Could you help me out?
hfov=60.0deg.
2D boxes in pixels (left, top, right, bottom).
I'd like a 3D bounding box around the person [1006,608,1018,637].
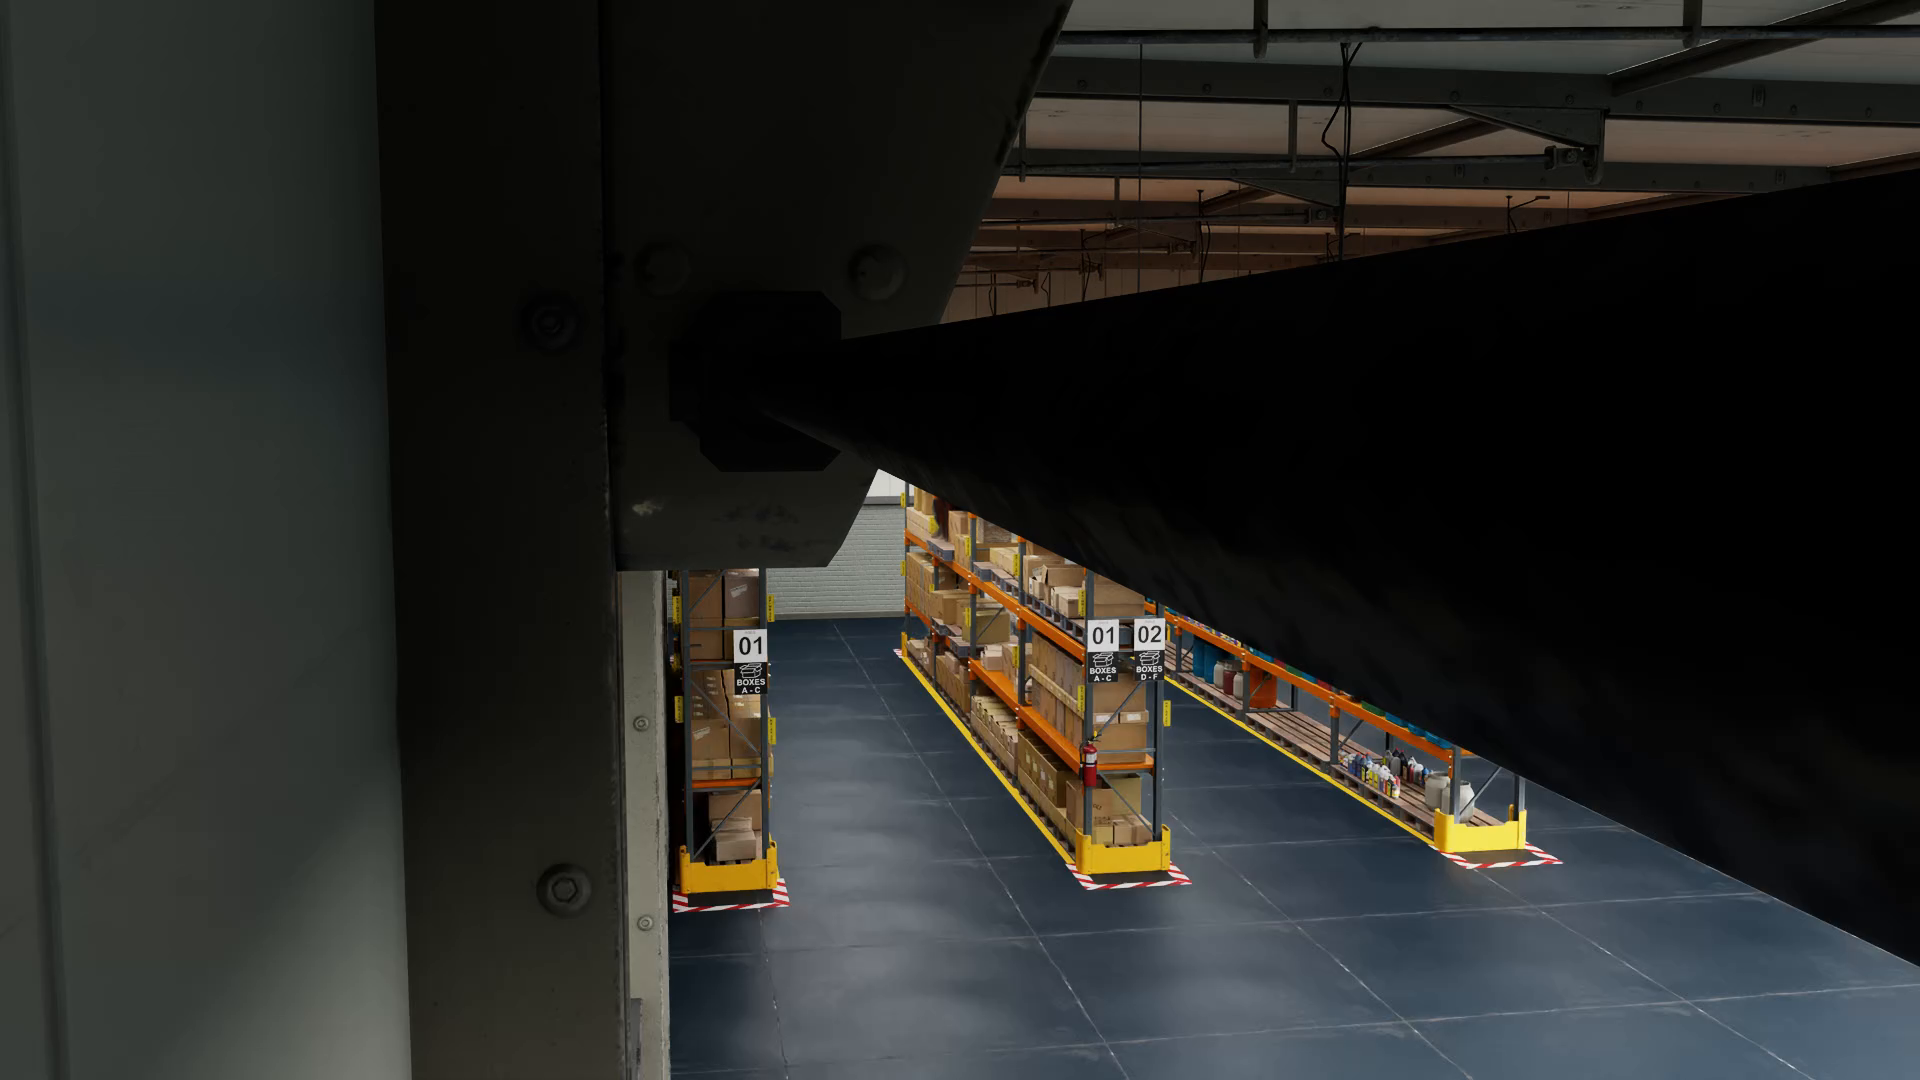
[{"bbox_3d":[1.088,1.700,36.213,0.701,1.679,0.793,-3,7,-27],"label":"person"}]
